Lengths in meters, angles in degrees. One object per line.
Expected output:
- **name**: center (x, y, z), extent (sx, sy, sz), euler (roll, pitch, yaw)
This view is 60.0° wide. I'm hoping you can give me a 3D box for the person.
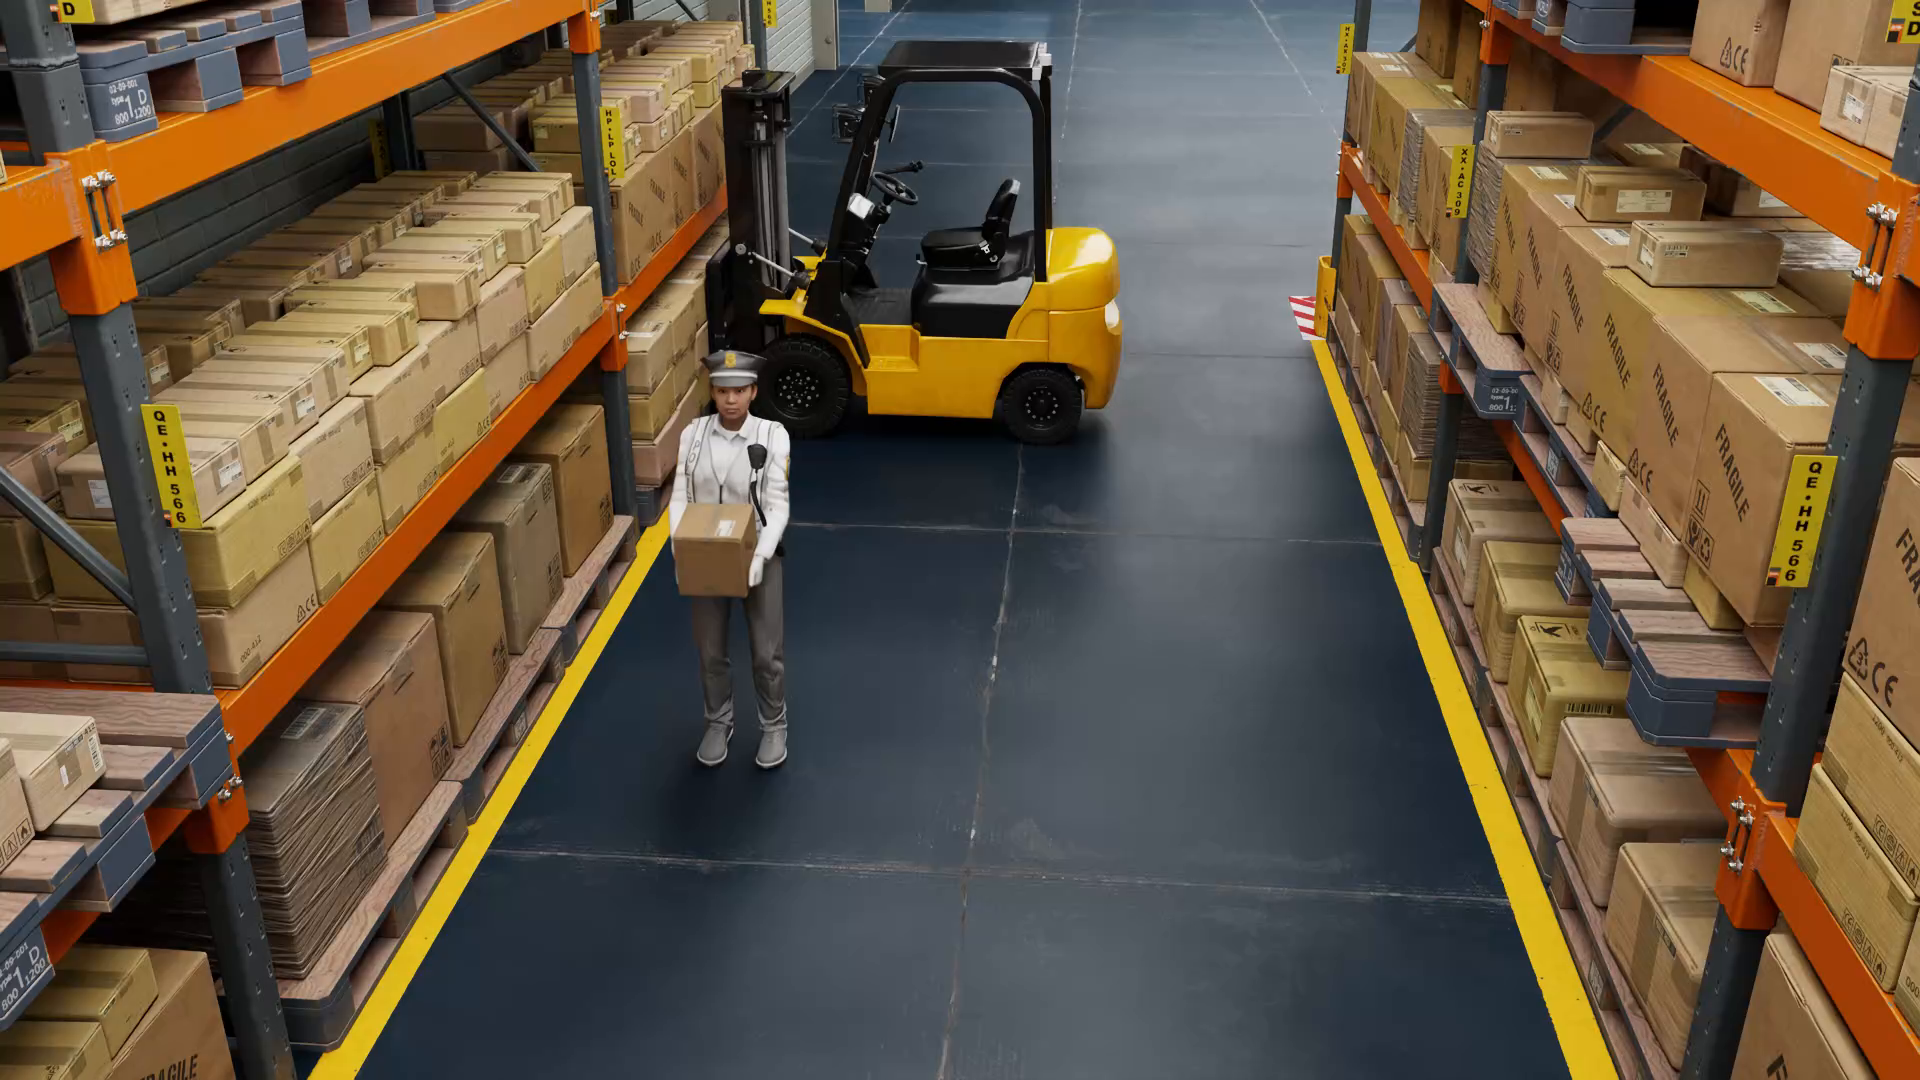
- **person**: center (-0.869, 0.102, 6.352), extent (0.460, 1.686, 0.557), euler (2, 25, 4)
